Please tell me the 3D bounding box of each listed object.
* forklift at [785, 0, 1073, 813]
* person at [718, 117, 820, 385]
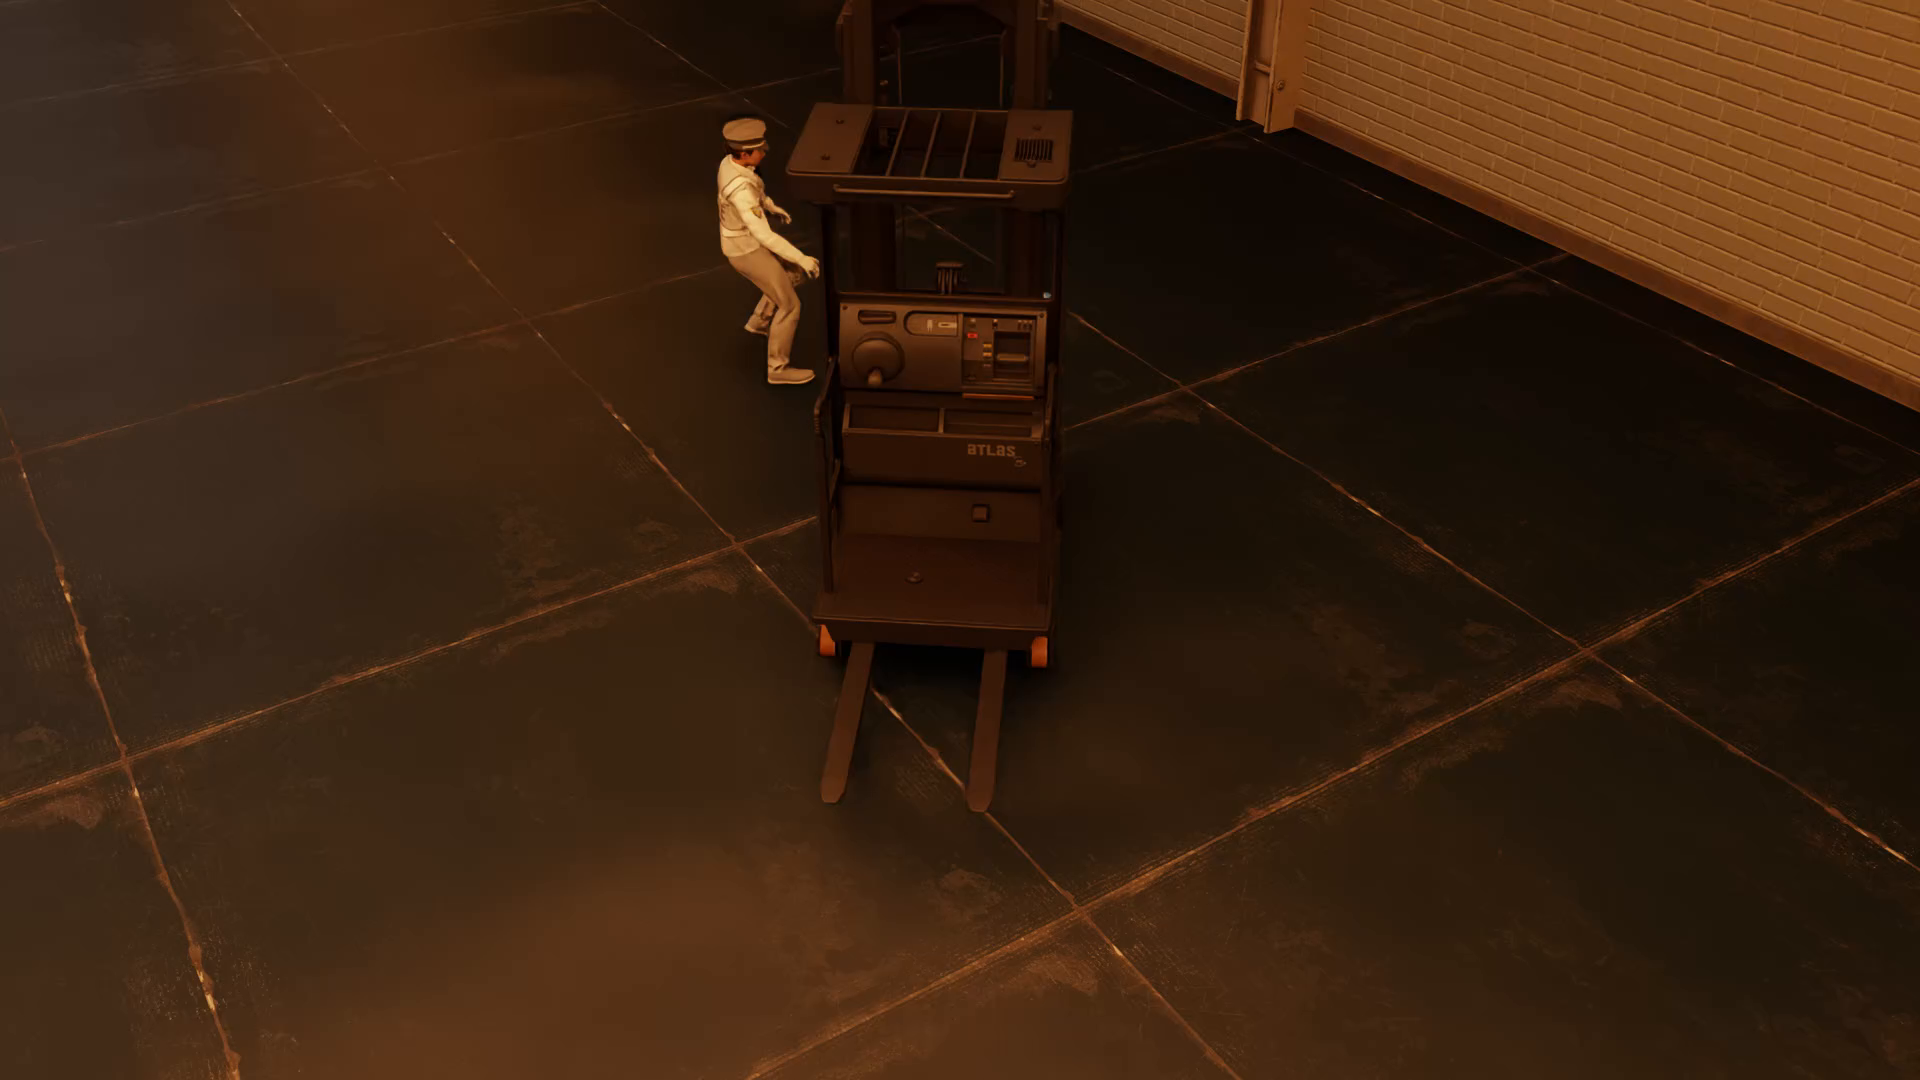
[{"bbox_3d":[-0.095,-0.798,7.283,1.130,2.935,3.031,3,35,4],"label":"forklift"},{"bbox_3d":[-1.129,-1.754,9.853,0.572,1.532,0.724,-5,35,-7],"label":"person"}]
